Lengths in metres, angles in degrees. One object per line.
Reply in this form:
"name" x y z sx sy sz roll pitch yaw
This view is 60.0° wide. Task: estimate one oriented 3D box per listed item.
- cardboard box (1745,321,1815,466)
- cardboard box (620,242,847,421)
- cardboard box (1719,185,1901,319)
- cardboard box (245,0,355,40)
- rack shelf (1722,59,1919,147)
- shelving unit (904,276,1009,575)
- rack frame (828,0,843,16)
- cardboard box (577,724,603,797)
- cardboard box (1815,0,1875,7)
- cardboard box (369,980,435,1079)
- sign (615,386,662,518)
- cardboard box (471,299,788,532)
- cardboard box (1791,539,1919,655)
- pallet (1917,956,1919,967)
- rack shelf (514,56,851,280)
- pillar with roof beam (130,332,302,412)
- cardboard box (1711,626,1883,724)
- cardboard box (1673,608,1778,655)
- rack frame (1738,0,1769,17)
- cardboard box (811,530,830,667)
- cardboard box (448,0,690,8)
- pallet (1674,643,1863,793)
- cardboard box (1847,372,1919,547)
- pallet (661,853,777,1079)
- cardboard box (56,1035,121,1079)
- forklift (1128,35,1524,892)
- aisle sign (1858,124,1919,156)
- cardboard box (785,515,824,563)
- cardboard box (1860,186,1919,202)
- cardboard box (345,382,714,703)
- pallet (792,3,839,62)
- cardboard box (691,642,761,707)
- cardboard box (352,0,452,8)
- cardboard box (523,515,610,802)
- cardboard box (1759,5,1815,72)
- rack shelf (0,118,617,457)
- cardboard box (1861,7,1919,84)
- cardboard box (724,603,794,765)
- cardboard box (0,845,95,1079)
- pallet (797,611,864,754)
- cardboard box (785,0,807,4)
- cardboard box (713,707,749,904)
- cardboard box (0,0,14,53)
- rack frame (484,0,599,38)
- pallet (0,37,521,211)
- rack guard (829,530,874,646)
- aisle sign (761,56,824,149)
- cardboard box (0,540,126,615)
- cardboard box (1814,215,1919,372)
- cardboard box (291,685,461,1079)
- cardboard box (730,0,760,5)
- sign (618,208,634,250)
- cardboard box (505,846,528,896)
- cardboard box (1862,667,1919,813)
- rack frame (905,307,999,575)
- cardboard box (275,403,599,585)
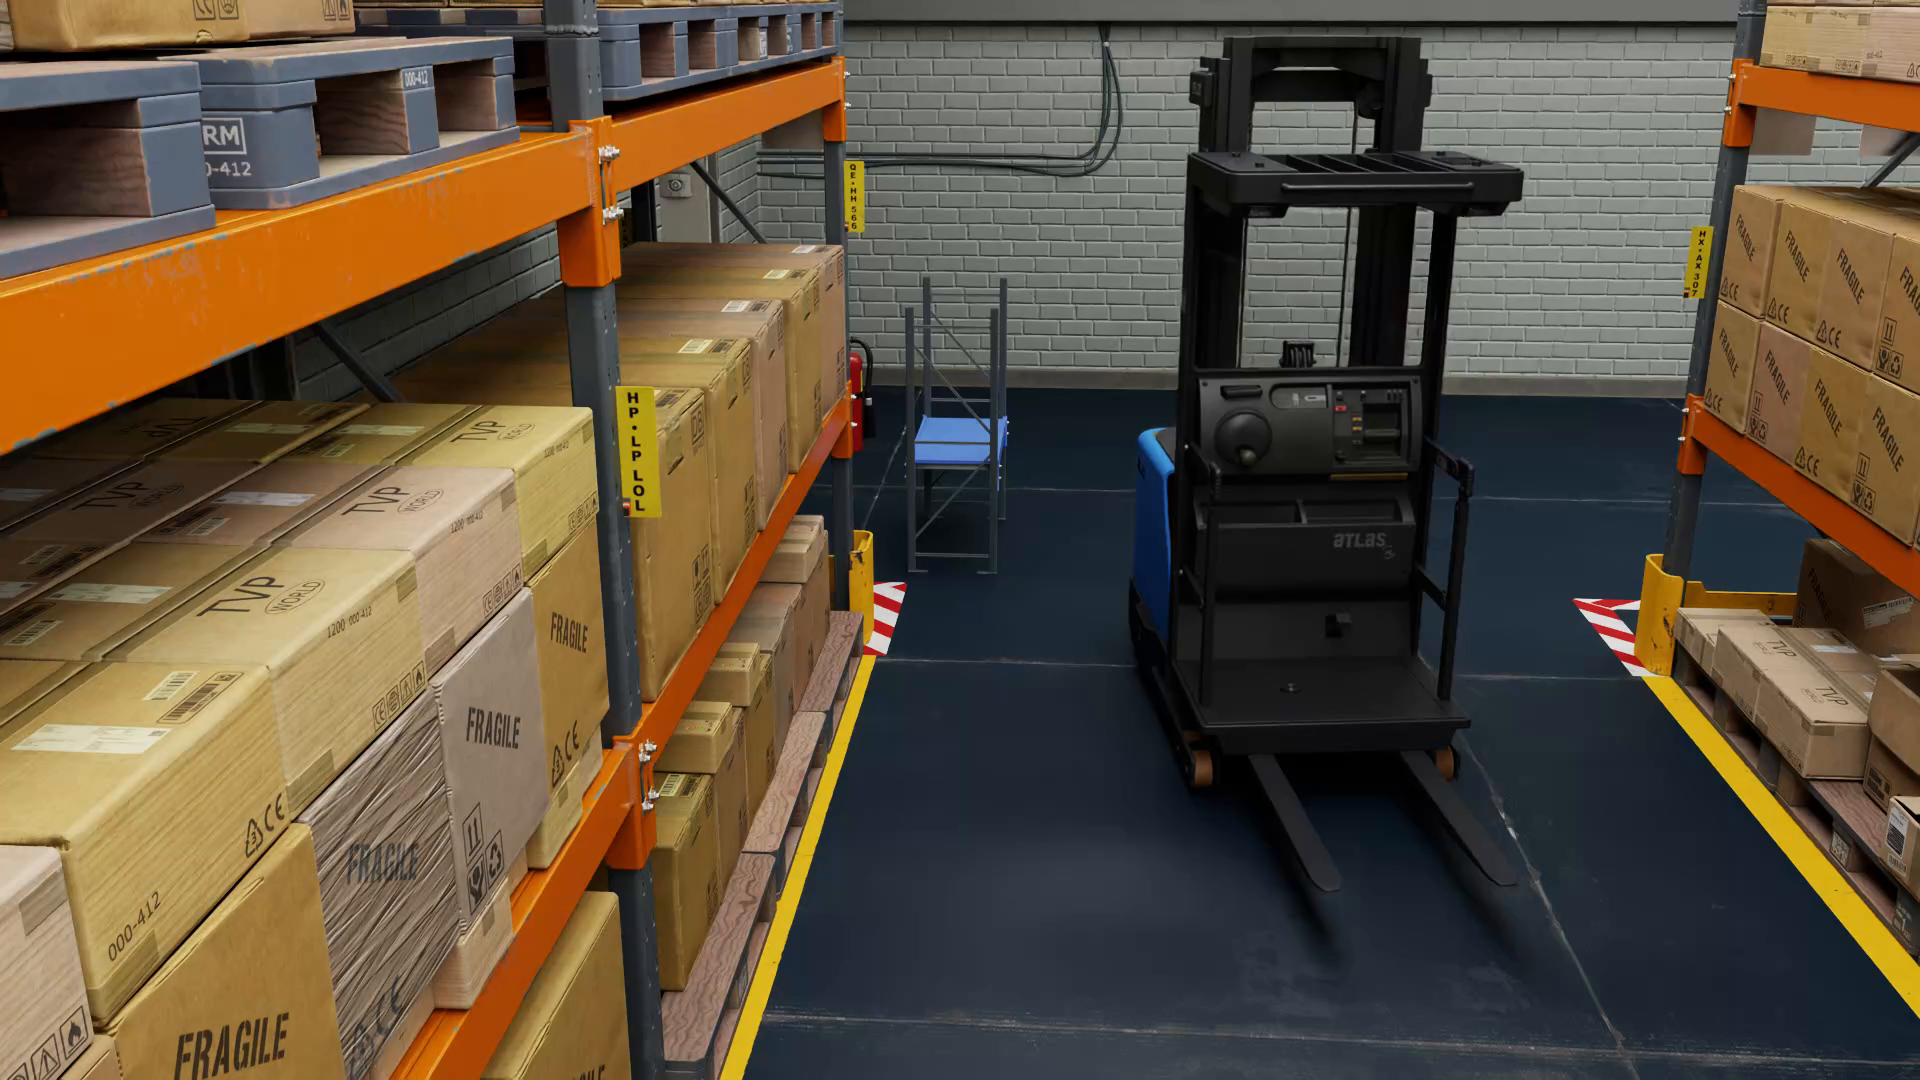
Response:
"cardboard box" 3.580 -0.596 6.763 0.500 0.500 0.500 1 18 3
"cardboard box" -1.061 -0.934 7.474 0.980 0.700 0.700 2 18 6
"cardboard box" 3.612 -1.231 7.097 0.500 0.500 0.500 2 18 6
"cardboard box" -1.494 -1.119 2.835 0.700 0.500 0.500 0 18 1
"rack shelf" 3.763 -1.303 5.420 1.077 0.370 4.000 1 18 4
"shelving unit" -0.006 -0.686 9.609 0.538 1.500 1.048 1 18 4
"rack frame" -1.035 -3.801 7.070 1.000 3.000 0.127 1 18 4
"cardboard box" -1.063 0.514 3.909 0.380 0.149 0.250 1 18 4
"cardboard box" 3.567 -2.123 6.206 0.500 0.250 0.500 1 18 4
"cardboard box" -1.165 0.830 2.944 0.380 0.149 0.250 1 18 4
"sign" -0.780 -0.211 4.017 0.100 0.325 0.005 1 18 4
"cardboard box" -1.166 -0.471 6.061 0.980 0.700 0.700 0 18 1
"cardboard box" 4.113 0.313 7.459 0.500 0.500 0.500 1 18 4
"pallet" 3.670 1.514 4.964 1.003 0.211 1.213 1 18 4
"rack shelf" -1.178 -1.412 5.754 1.077 0.370 4.000 1 18 4
"pillar with roof beam" 2.160 -2.699 3.708 9.100 9.000 0.400 1 18 4
"cardboard box" 3.549 0.575 7.060 0.500 0.250 0.500 1 18 4
"cardboard box" 3.534 0.428 7.672 0.380 0.149 0.250 1 18 4
"rack frame" 3.906 -3.691 6.736 1.000 3.000 0.127 1 18 4
"cardboard box" -0.985 0.258 7.658 0.700 0.500 0.500 1 18 4
"cardboard box" -1.009 -1.517 4.325 0.500 0.250 0.500 1 18 4
"pallet" 3.845 0.756 7.277 1.003 0.211 1.213 1 18 4
"cardboard box" 3.504 -0.285 5.814 0.500 0.500 0.500 2 18 5
"pallet" -1.189 1.383 5.363 1.003 0.211 1.213 1 18 4
"cardboard box" -1.235 0.875 1.766 0.500 0.500 0.500 1 18 4
"forklift" 1.464 -0.477 6.670 1.130 2.935 3.031 -1 18 -3
"aisle sign" 4.217 -2.090 7.309 0.394 0.787 0.004 1 18 4
"cardboard box" -0.813 -0.006 7.423 0.380 0.149 0.250 1 18 3
"cardboard box" 4.149 -1.219 7.059 0.500 0.500 0.500 1 18 3
"cardboard box" -1.266 -0.018 4.679 0.980 0.700 0.700 2 18 5
"pallet" -1.077 -2.102 6.847 1.003 0.211 1.213 1 18 4
"cardboard box" -0.922 0.478 5.945 0.380 0.149 0.250 1 18 2
"cardboard box" -1.506 -1.526 4.353 0.500 0.250 0.500 1 18 4
"cardboard box" -1.103 0.243 3.693 0.500 0.500 0.500 1 18 3
"cardboard box" 3.616 -2.041 6.757 0.500 0.250 0.500 1 18 4
"rack shelf" -1.465 -0.170 1.962 1.077 0.370 4.000 1 18 4
"cardboard box" 3.533 -1.730 5.810 0.500 0.250 0.500 1 18 4
"cardboard box" -1.056 0.570 6.707 0.700 0.500 0.500 1 18 2
"cardboard box" -1.249 0.523 1.636 0.500 0.250 0.500 1 18 4
"pallet" -1.014 0.625 7.675 1.003 0.211 1.213 1 18 4
"cardboard box" -0.859 -2.156 6.274 0.500 0.250 0.500 1 18 2
"cardboard box" -1.126 0.895 5.715 0.700 0.500 0.500 1 18 3
"cardboard box" -1.569 -0.790 1.833 0.700 0.500 0.500 1 18 4
"rack frame" -1.321 -2.558 3.279 1.000 3.000 0.127 1 18 4
"pallet" -1.338 -0.756 2.903 0.805 0.209 1.217 1 18 2
"rack guard" -1.033 0.231 8.416 1.175 0.500 0.348 1 18 4
"aisle sign" -0.730 -2.201 7.647 0.394 0.787 0.004 1 18 4
"cardboard box" -1.676 0.193 2.641 0.500 0.250 0.500 1 18 2
"cardboard box" 3.541 -0.913 6.127 0.500 0.500 0.500 2 18 5
"cardboard box" -1.174 0.558 2.733 0.500 0.500 0.500 1 18 4
"cardboard box" -0.929 -1.835 5.294 0.500 0.250 0.500 1 18 2
"sign" -1.588 -1.413 7.901 0.100 0.325 0.005 1 18 4
"cardboard box" -1.121 0.672 3.426 0.380 0.149 0.250 2 18 6
"cardboard box" 3.749 0.796 5.980 0.797 0.503 0.637 1 18 4
"rack frame" -0.043 -0.528 9.127 0.500 1.500 0.032 1 18 4
"cardboard box" -1.100 -0.111 3.571 0.500 0.250 0.500 2 18 5
